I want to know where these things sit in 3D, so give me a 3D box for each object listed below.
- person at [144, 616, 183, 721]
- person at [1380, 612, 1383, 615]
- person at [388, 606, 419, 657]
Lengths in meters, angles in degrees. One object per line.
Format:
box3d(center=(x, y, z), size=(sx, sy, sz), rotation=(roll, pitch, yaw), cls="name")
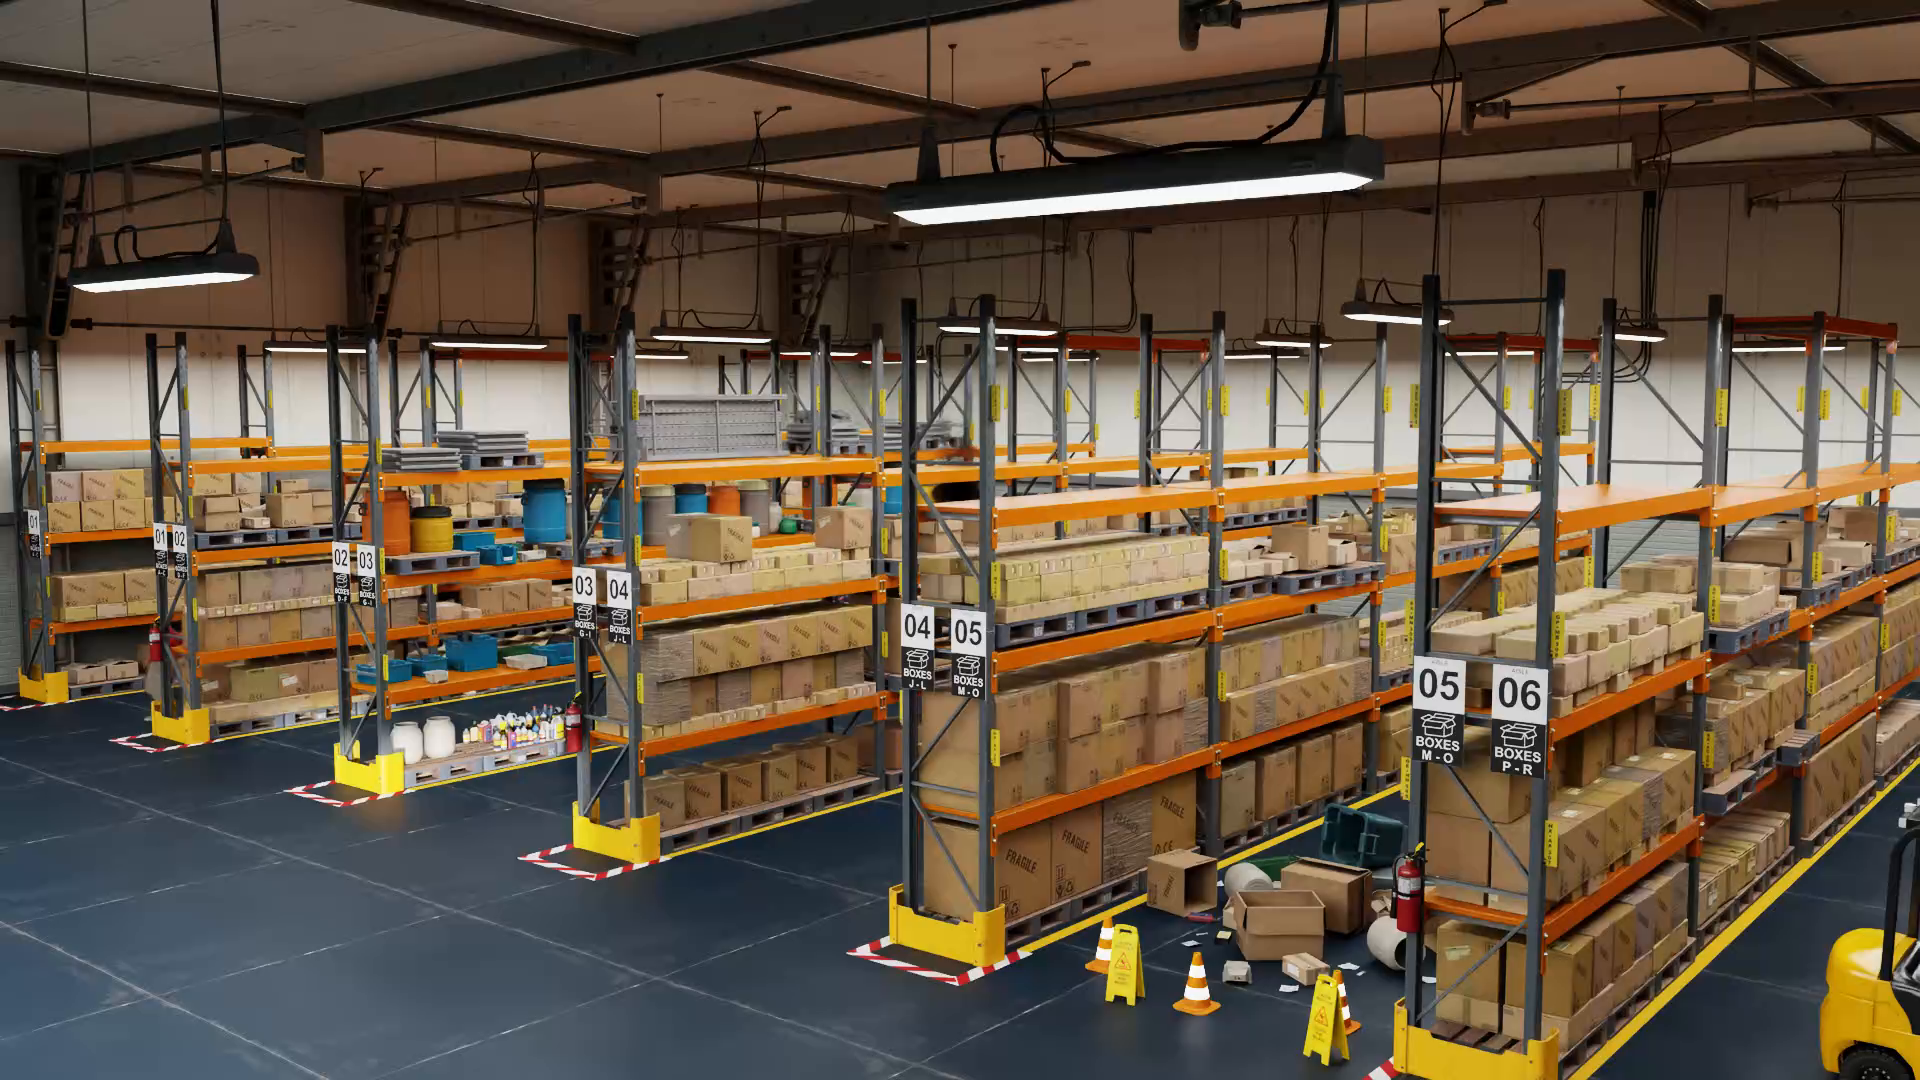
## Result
box3d(center=(-12.442, 1.981, 26.099), size=(0.677, 1.672, 0.630), rotation=(2, 5, 18), cls="person")
box3d(center=(6.687, 1.972, 26.407), size=(0.575, 1.716, 0.881), rotation=(5, 7, 41), cls="person")
box3d(center=(-9.863, 1.641, 29.188), size=(0.662, 1.807, 1.014), rotation=(4, 6, 37), cls="person")
